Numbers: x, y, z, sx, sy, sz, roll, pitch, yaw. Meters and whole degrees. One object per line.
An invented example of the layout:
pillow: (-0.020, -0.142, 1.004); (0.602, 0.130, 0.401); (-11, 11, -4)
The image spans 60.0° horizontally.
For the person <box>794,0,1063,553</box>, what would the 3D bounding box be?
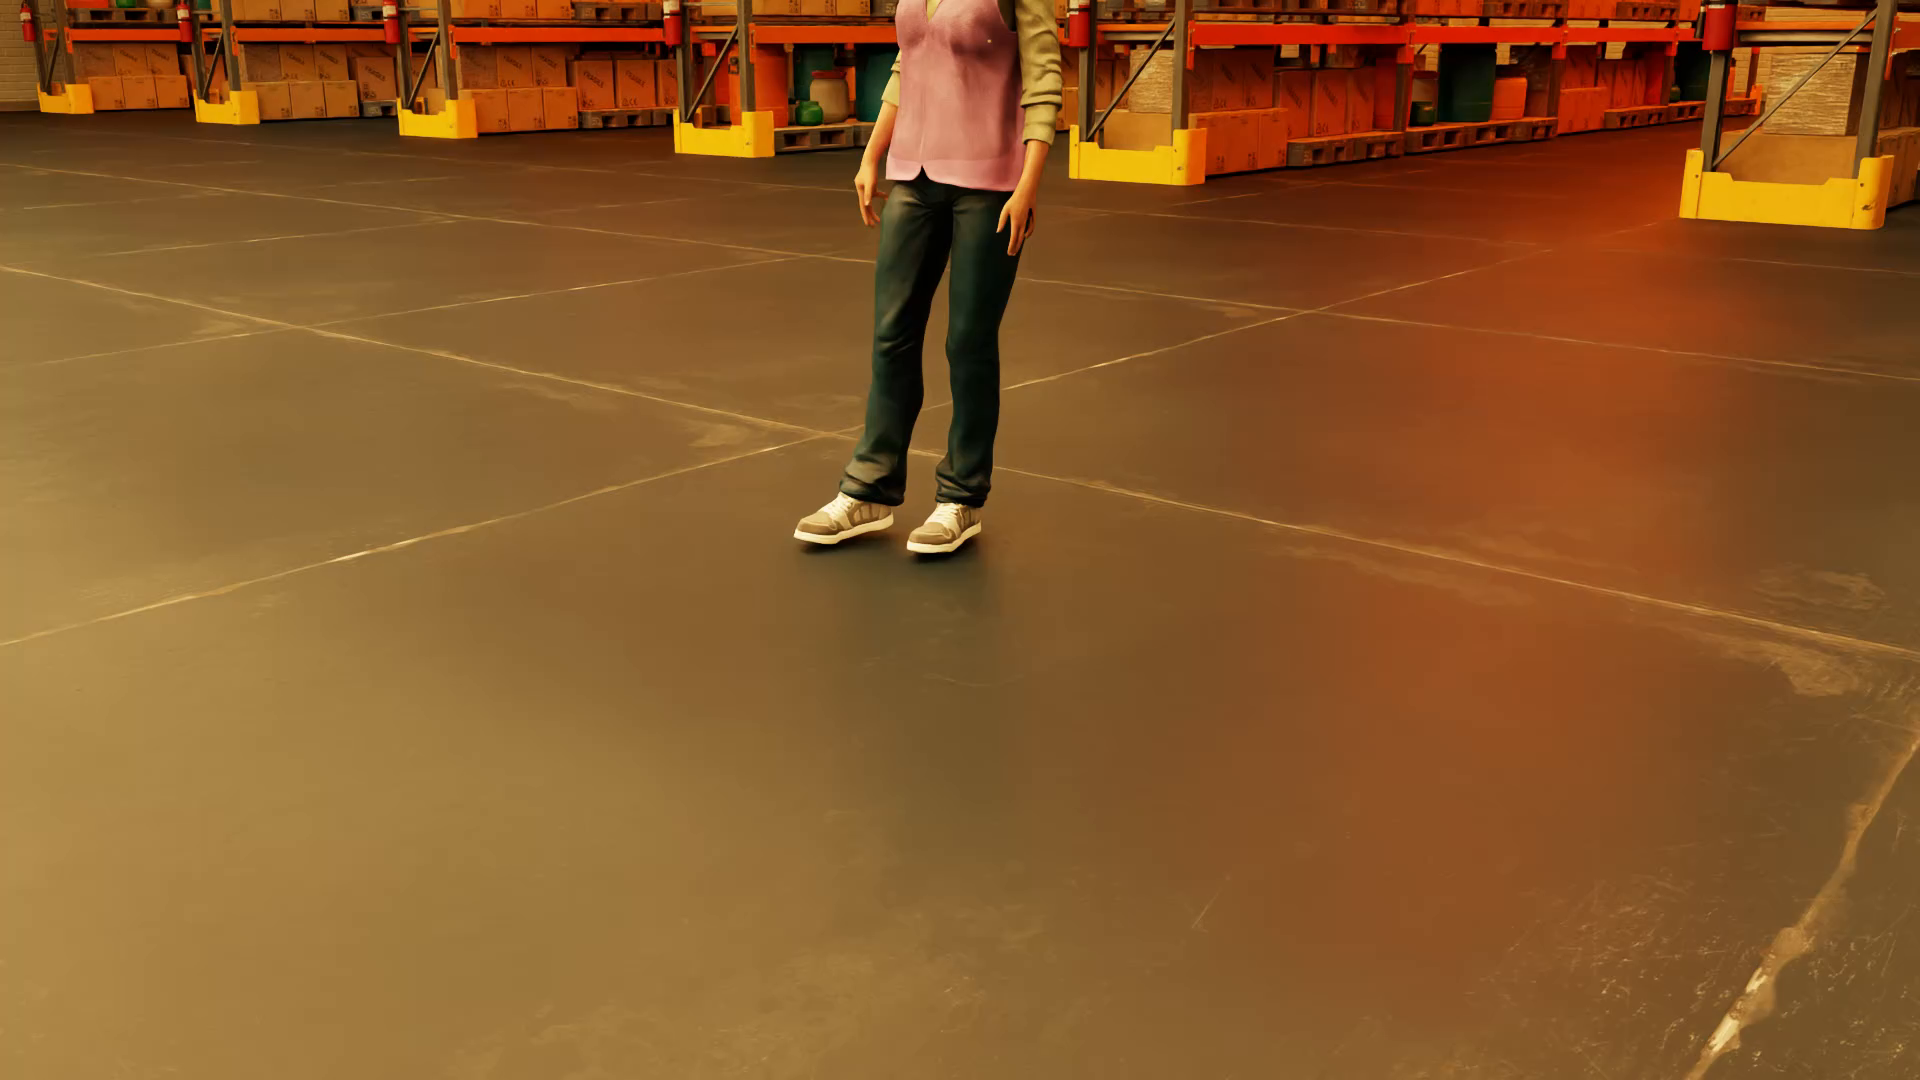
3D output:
person: (-0.058, -0.757, 3.661); (0.520, 1.599, 0.473); (13, 21, 37)
